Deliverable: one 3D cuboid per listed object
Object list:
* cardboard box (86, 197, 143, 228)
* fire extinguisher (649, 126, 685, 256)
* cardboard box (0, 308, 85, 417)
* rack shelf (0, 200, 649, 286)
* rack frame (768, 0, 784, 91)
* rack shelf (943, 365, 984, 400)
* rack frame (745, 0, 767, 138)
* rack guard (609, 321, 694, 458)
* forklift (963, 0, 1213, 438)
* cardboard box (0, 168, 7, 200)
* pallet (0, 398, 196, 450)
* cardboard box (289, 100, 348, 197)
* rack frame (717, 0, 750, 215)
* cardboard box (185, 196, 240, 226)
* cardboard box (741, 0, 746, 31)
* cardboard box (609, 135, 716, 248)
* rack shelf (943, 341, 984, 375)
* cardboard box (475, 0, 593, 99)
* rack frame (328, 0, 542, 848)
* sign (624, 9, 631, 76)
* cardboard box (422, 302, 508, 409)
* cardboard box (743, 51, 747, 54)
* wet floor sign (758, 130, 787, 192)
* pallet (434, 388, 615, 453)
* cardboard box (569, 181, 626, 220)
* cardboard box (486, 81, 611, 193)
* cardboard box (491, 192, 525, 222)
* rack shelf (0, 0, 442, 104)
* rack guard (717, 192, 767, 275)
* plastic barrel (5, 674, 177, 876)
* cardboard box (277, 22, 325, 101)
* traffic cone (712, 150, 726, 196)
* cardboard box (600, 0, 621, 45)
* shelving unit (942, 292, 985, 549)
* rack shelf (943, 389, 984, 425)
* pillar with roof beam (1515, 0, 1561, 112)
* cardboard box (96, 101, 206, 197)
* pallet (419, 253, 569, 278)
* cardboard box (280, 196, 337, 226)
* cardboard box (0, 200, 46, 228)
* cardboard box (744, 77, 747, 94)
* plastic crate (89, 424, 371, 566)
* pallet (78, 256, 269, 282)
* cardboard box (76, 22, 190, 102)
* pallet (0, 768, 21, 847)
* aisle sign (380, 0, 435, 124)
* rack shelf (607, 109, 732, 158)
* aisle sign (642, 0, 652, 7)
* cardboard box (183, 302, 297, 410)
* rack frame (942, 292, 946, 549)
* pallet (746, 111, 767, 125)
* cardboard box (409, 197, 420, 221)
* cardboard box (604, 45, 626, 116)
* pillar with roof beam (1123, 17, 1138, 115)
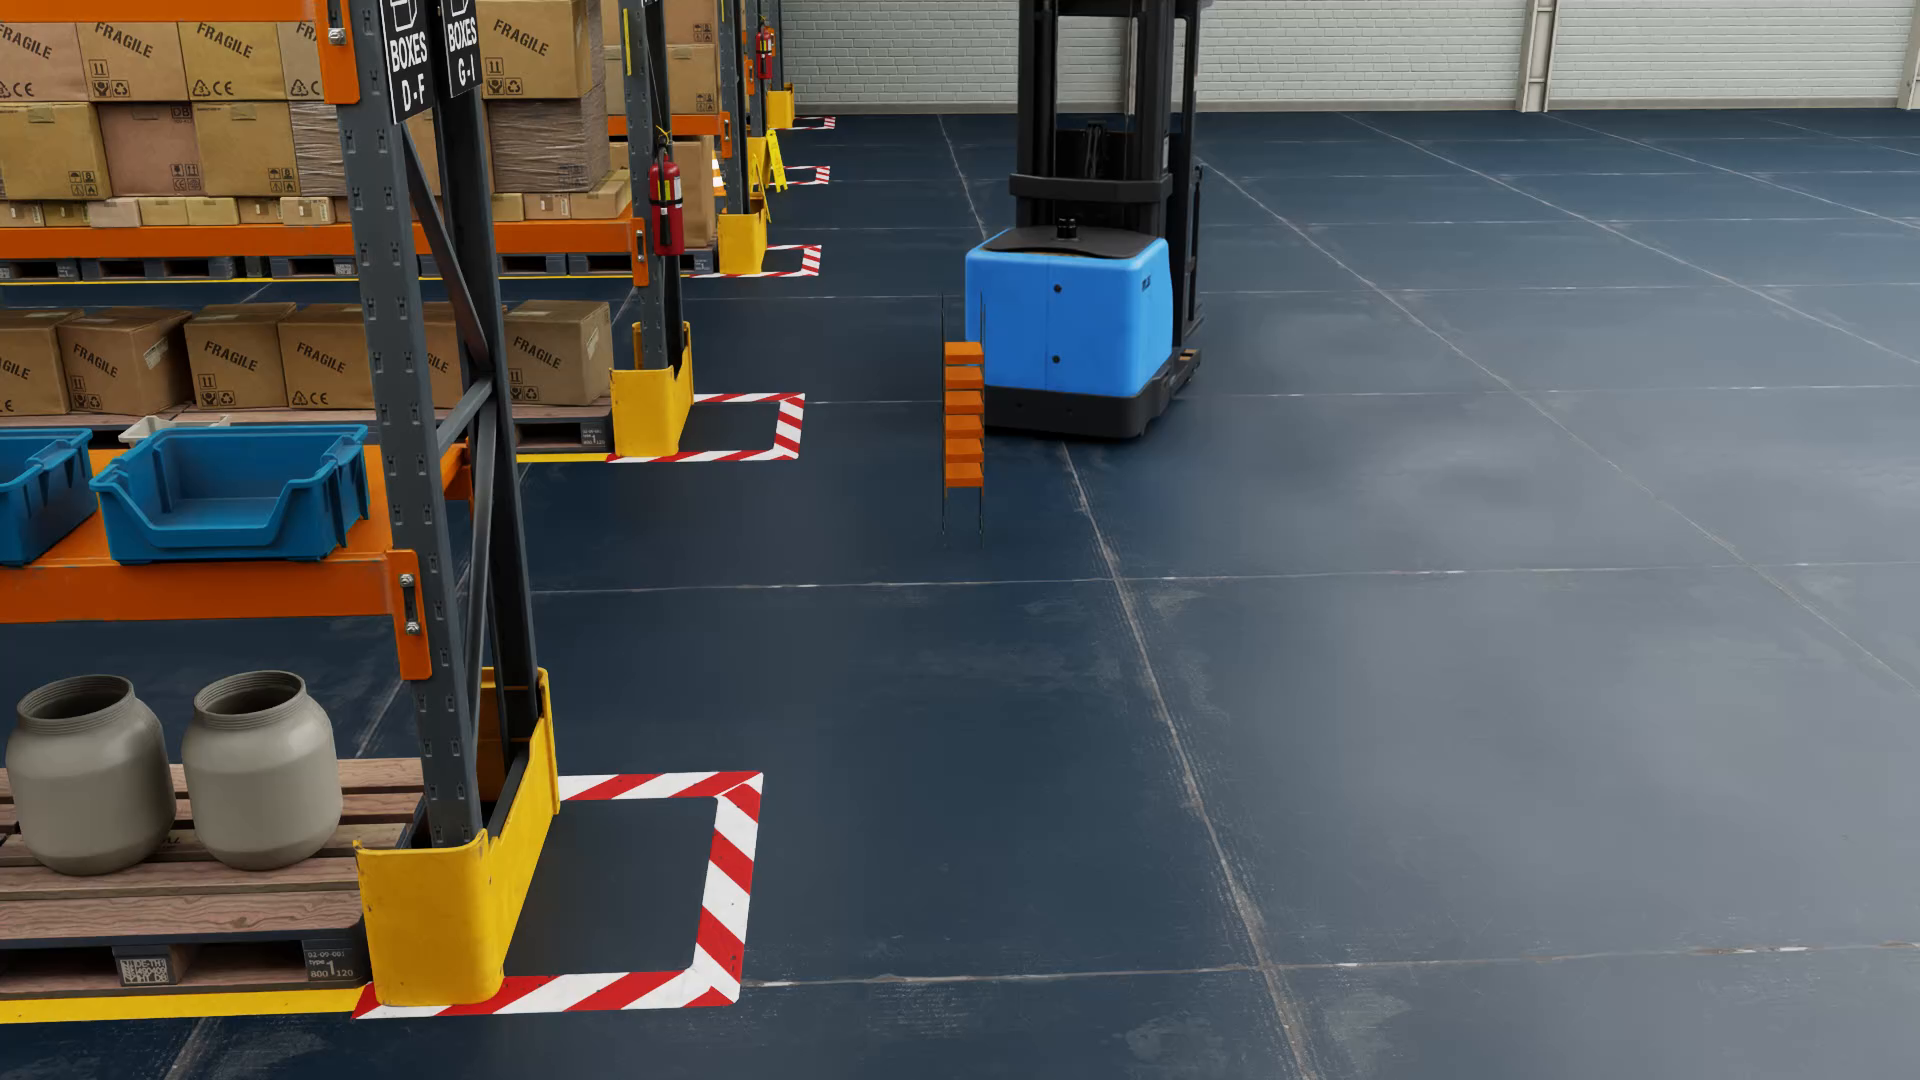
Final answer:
[{"bbox_3d":[-4.490,-1.790,8.959,0.250,0.149,0.380,-1,21,-3],"label":"cardboard box"},{"bbox_3d":[-1.587,-1.879,8.950,0.183,0.674,0.296,-1,21,-3],"label":"fire extinguisher"},{"bbox_3d":[-5.319,-1.017,9.500,0.500,0.500,0.500,-2,21,-5],"label":"cardboard box"},{"bbox_3d":[-3.724,-1.700,9.381,4.000,0.370,1.077,-1,21,-3],"label":"rack shelf"},{"bbox_3d":[-2.580,-7.360,23.237,0.127,3.000,1.000,-1,21,-3],"label":"rack frame"},{"bbox_3d":[0.014,-0.744,7.839,0.180,0.103,0.258,-1,21,-3],"label":"rack shelf"},{"bbox_3d":[-2.293,-5.597,18.606,0.127,3.000,1.000,-1,21,-3],"label":"rack frame"},{"bbox_3d":[-1.803,-0.907,9.800,0.348,0.500,1.175,-1,21,-3],"label":"rack guard"},{"bbox_3d":[0.963,-2.439,10.408,1.130,2.935,3.031,7,22,17],"label":"forklift"},{"bbox_3d":[-5.268,-2.168,9.042,0.500,0.500,0.875,-1,21,-3],"label":"cardboard box"},{"bbox_3d":[-5.052,-0.718,9.711,1.213,0.211,1.003,-1,21,-3],"label":"pallet"},{"bbox_3d":[-3.272,-2.213,9.160,0.500,0.500,0.875,-1,21,-3],"label":"cardboard box"},{"bbox_3d":[-1.909,-3.841,13.993,0.127,3.000,1.000,-1,21,-3],"label":"rack frame"},{"bbox_3d":[-3.992,-1.811,9.014,0.250,0.149,0.380,-1,21,-3],"label":"cardboard box"},{"bbox_3d":[-3.056,-7.304,22.948,0.500,0.500,0.500,-2,21,-4],"label":"cardboard box"},{"bbox_3d":[-2.583,-3.007,14.198,0.875,0.875,0.875,-1,21,-3],"label":"cardboard box"},{"bbox_3d":[0.014,-0.856,7.796,0.180,0.103,0.258,-1,21,-3],"label":"rack shelf"},{"bbox_3d":[-2.262,-2.631,8.851,0.500,0.500,0.500,-1,21,-3],"label":"cardboard box"},{"bbox_3d":[-1.444,-0.317,4.738,0.127,3.000,1.000,-1,21,-3],"label":"rack frame"},{"bbox_3d":[-1.716,-2.568,8.579,0.005,0.325,0.100,-1,21,-3],"label":"sign"},{"bbox_3d":[-2.946,-1.074,9.648,0.500,0.500,0.500,4,21,11],"label":"cardboard box"},{"bbox_3d":[-3.071,-6.796,23.625,0.500,0.250,0.500,-1,21,-4],"label":"cardboard box"},{"bbox_3d":[-2.042,-4.120,18.037,0.232,0.644,0.267,6,22,16],"label":"wet floor sign"},{"bbox_3d":[-2.616,-0.768,9.841,1.213,0.211,1.003,-1,21,-3],"label":"pallet"},{"bbox_3d":[-2.000,-1.880,9.197,0.250,0.149,0.380,-1,21,-3],"label":"cardboard box"},{"bbox_3d":[-2.278,-2.261,9.285,0.500,0.500,0.875,-1,21,-3],"label":"cardboard box"},{"bbox_3d":[-2.496,-1.852,9.122,0.250,0.149,0.380,-1,21,-3],"label":"cardboard box"},{"bbox_3d":[-3.441,-1.342,4.226,4.000,0.370,1.077,-1,21,-3],"label":"rack shelf"},{"bbox_3d":[-1.885,-2.673,14.439,0.348,0.500,1.175,-1,21,-3],"label":"rack guard"},{"bbox_3d":[-2.598,0.700,4.973,0.421,0.512,0.421,0,21,0],"label":"plastic barrel"},{"bbox_3d":[-3.260,-2.609,8.795,0.500,0.500,0.500,-1,21,-3],"label":"cardboard box"},{"bbox_3d":[-2.649,-3.944,17.831,0.334,0.463,0.336,-1,21,-3],"label":"traffic cone"},{"bbox_3d":[-2.826,-4.378,13.675,0.550,0.550,0.875,-1,21,-3],"label":"cardboard box"},{"bbox_3d":[0.014,-0.561,7.908,0.189,1.200,0.258,-1,21,-3],"label":"shelving unit"},{"bbox_3d":[0.014,-0.632,7.881,0.180,0.103,0.258,-1,21,-3],"label":"rack shelf"},{"bbox_3d":[8.900,-9.184,19.597,0.400,9.000,9.100,-1,21,-3],"label":"pillar with roof beam"},{"bbox_3d":[-4.273,-2.212,9.156,0.500,0.500,0.875,-1,21,-3],"label":"cardboard box"},{"bbox_3d":[-3.918,-2.470,14.311,1.213,0.211,1.003,-1,21,-3],"label":"pallet"},{"bbox_3d":[-3.492,-1.812,9.019,0.250,0.149,0.380,-1,21,-3],"label":"cardboard box"},{"bbox_3d":[-4.991,-1.791,8.962,0.250,0.149,0.380,-1,21,-3],"label":"cardboard box"},{"bbox_3d":[-3.048,-6.384,23.245,0.500,0.250,0.500,-1,21,-4],"label":"cardboard box"},{"bbox_3d":[-1.927,-0.131,4.459,0.616,0.251,0.499,-1,21,-3],"label":"plastic crate"},{"bbox_3d":[-6.669,-2.414,14.164,1.213,0.211,1.003,-1,21,-3],"label":"pallet"},{"bbox_3d":[-4.259,-2.588,8.739,0.500,0.500,0.500,-1,21,-3],"label":"cardboard box"},{"bbox_3d":[-3.544,1.043,5.086,1.213,0.211,1.003,-1,21,-3],"label":"pallet"},{"bbox_3d":[-1.356,-1.428,4.003,0.004,0.787,0.394,-1,21,-3],"label":"aisle sign"},{"bbox_3d":[-3.906,-3.464,14.014,4.000,0.370,1.077,-1,21,-3],"label":"rack shelf"},{"bbox_3d":[-1.648,-3.186,8.621,0.004,0.787,0.394,-1,21,-3],"label":"aisle sign"},{"bbox_3d":[-4.132,-1.072,9.644,0.500,0.500,0.500,-3,21,-8],"label":"cardboard box"},{"bbox_3d":[-0.077,-0.559,7.903,0.006,1.200,0.240,-1,21,-3],"label":"rack frame"},{"bbox_3d":[-3.341,-6.027,23.653,1.213,0.211,1.003,-1,21,-3],"label":"pallet"},{"bbox_3d":[-2.999,-1.862,9.149,0.250,0.149,0.380,-1,21,-3],"label":"cardboard box"},{"bbox_3d":[-2.825,-3.868,13.854,0.550,0.550,0.875,-1,21,-3],"label":"cardboard box"},{"bbox_3d":[2.909,-9.062,19.277,0.400,9.000,9.100,-1,21,-3],"label":"pillar with roof beam"}]
